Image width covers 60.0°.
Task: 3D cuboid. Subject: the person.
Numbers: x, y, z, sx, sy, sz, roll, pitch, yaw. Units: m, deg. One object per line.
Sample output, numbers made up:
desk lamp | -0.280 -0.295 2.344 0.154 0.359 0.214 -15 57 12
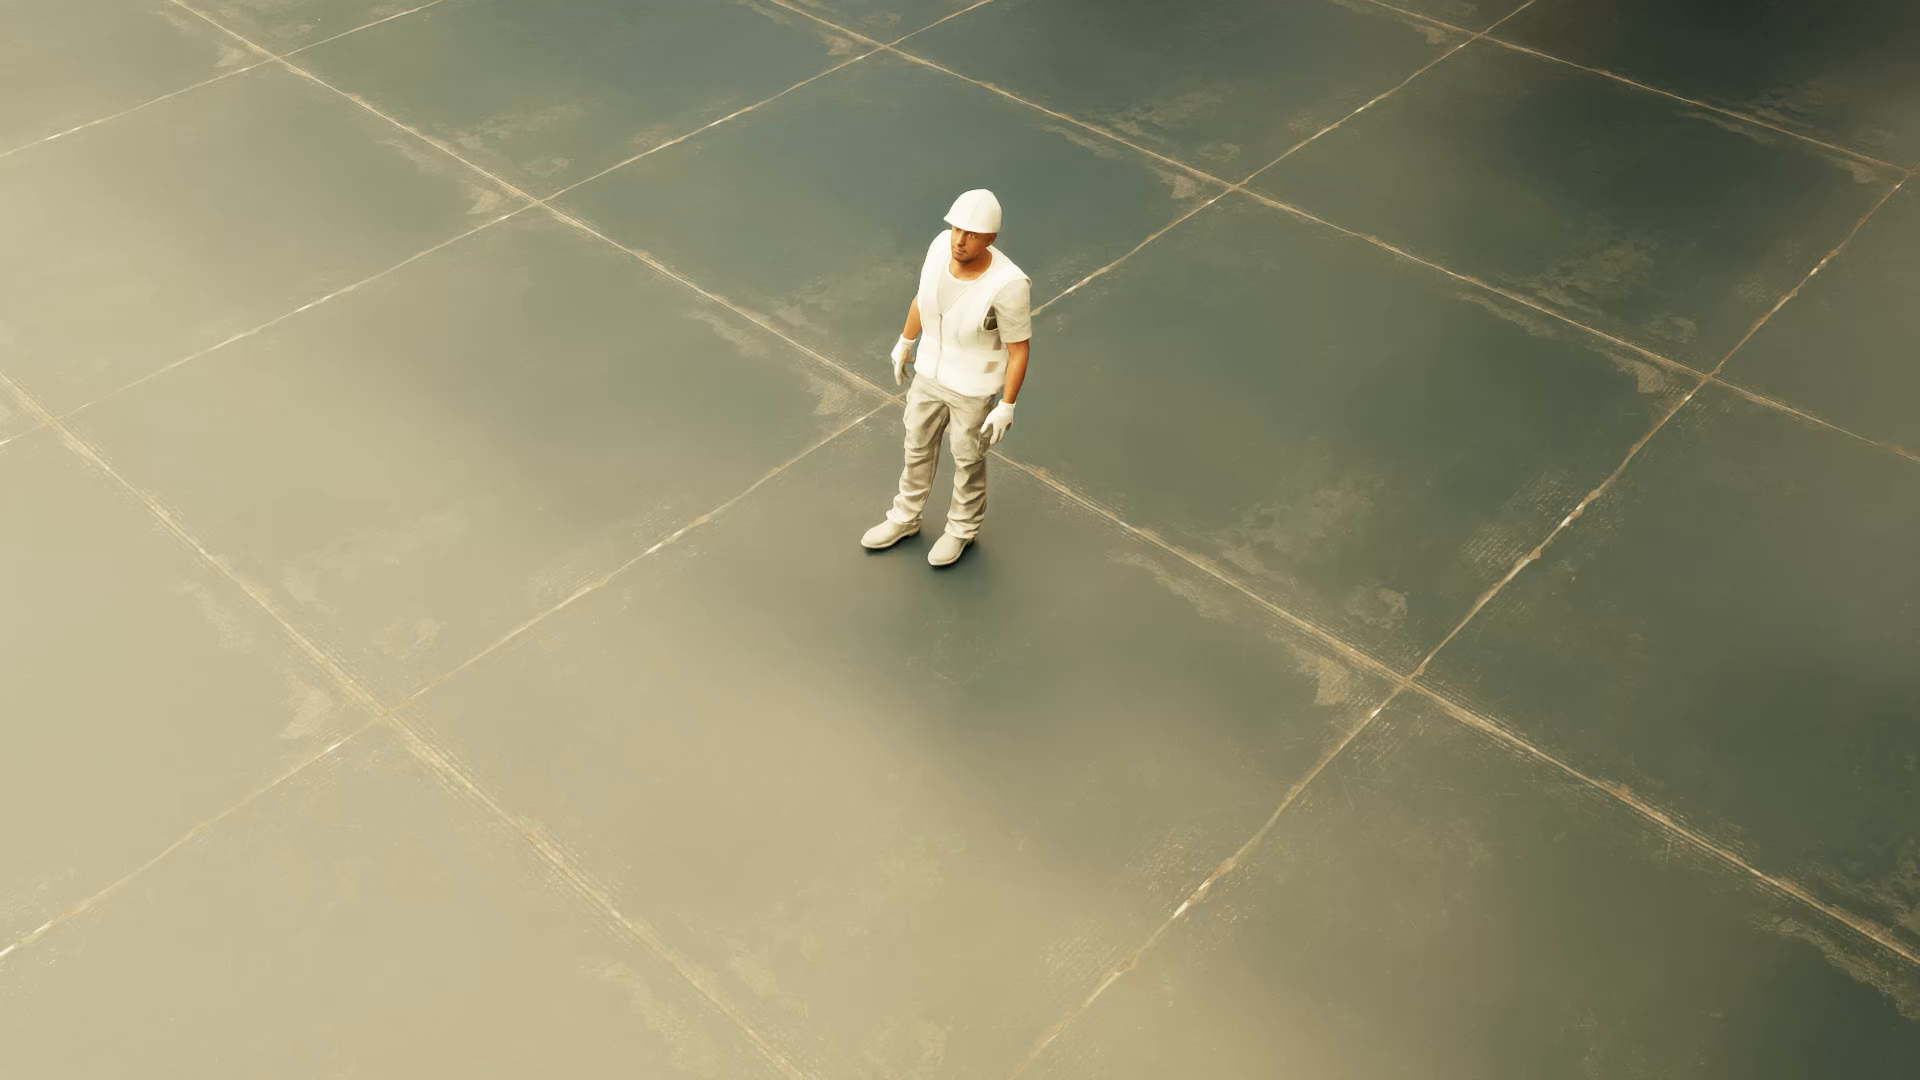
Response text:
person | -0.055 -0.652 7.058 0.656 1.782 0.577 31 49 31
